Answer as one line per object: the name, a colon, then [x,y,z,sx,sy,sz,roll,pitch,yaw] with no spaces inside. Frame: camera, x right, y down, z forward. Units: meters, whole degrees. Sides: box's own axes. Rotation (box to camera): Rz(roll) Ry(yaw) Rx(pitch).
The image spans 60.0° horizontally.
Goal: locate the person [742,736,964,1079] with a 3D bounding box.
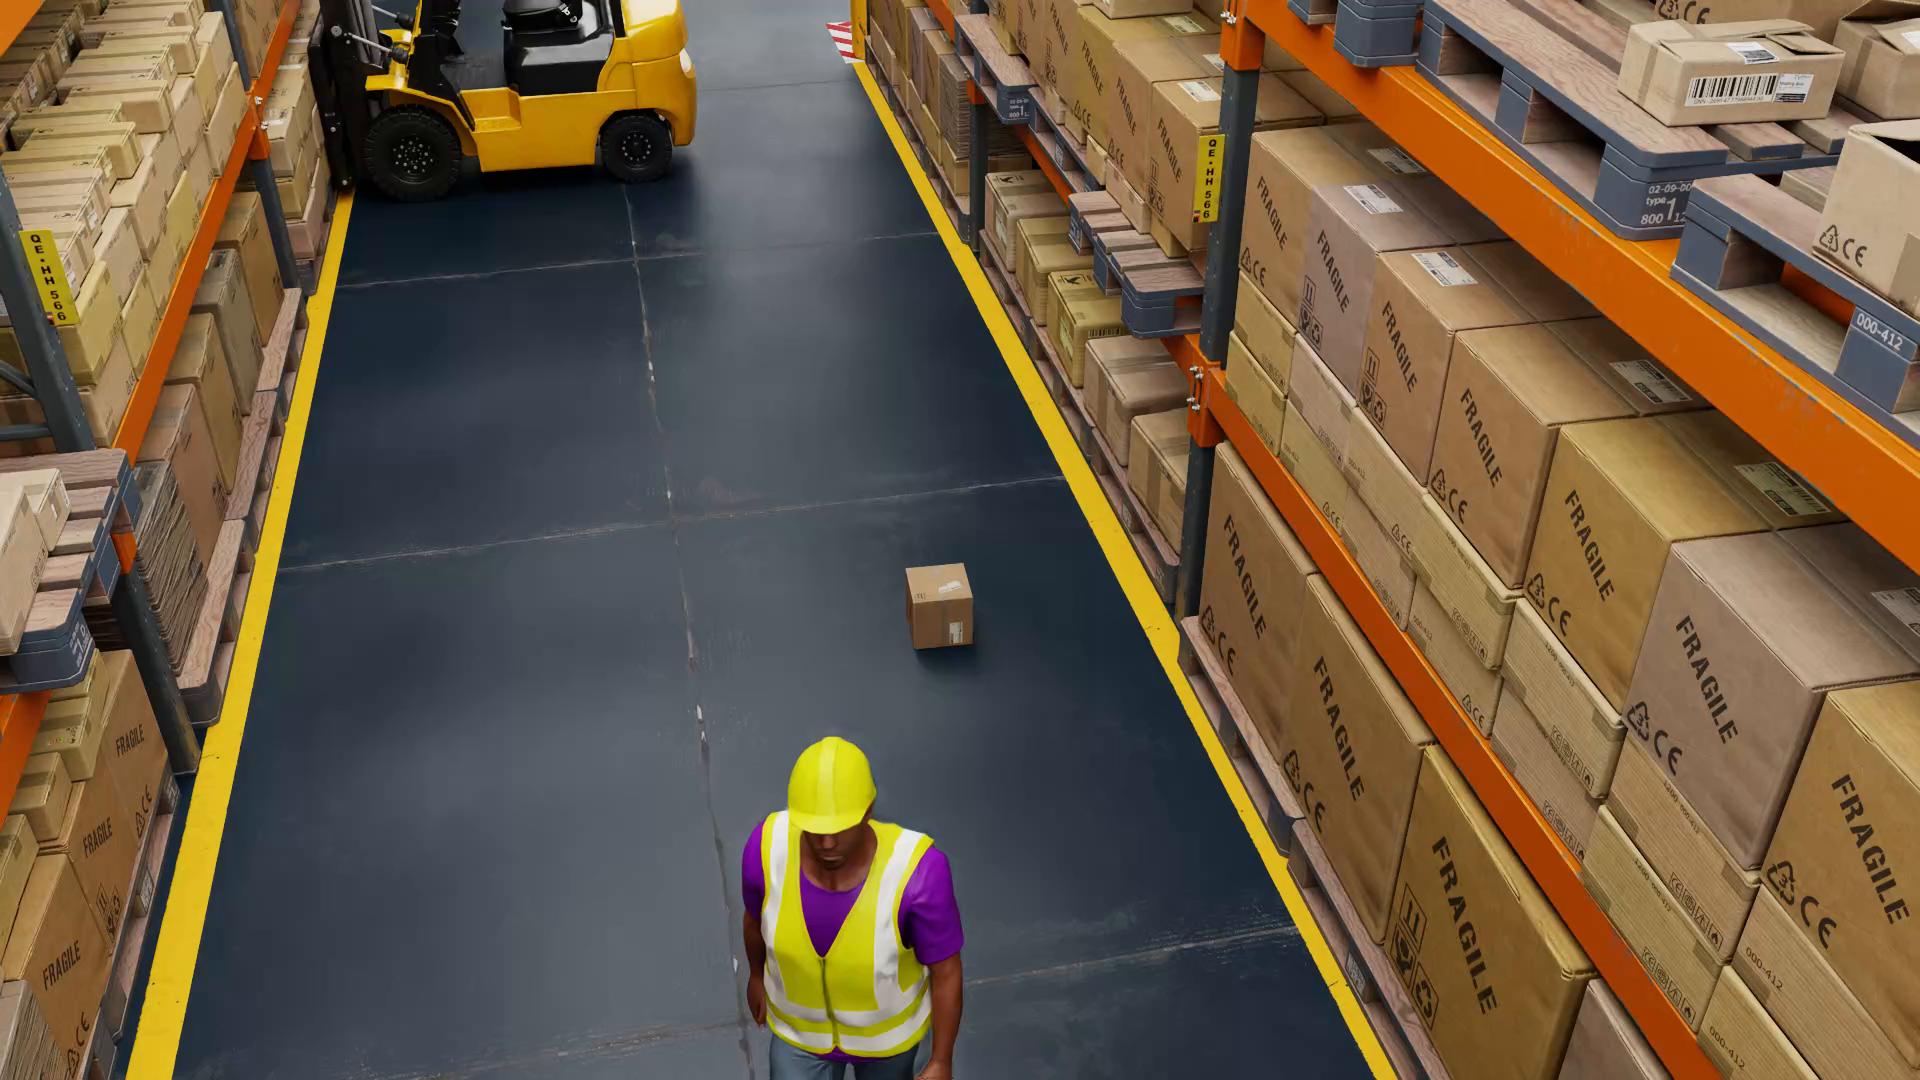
person: [-0.300,1.275,4.217,0.612,1.726,0.942,4,34,6]
